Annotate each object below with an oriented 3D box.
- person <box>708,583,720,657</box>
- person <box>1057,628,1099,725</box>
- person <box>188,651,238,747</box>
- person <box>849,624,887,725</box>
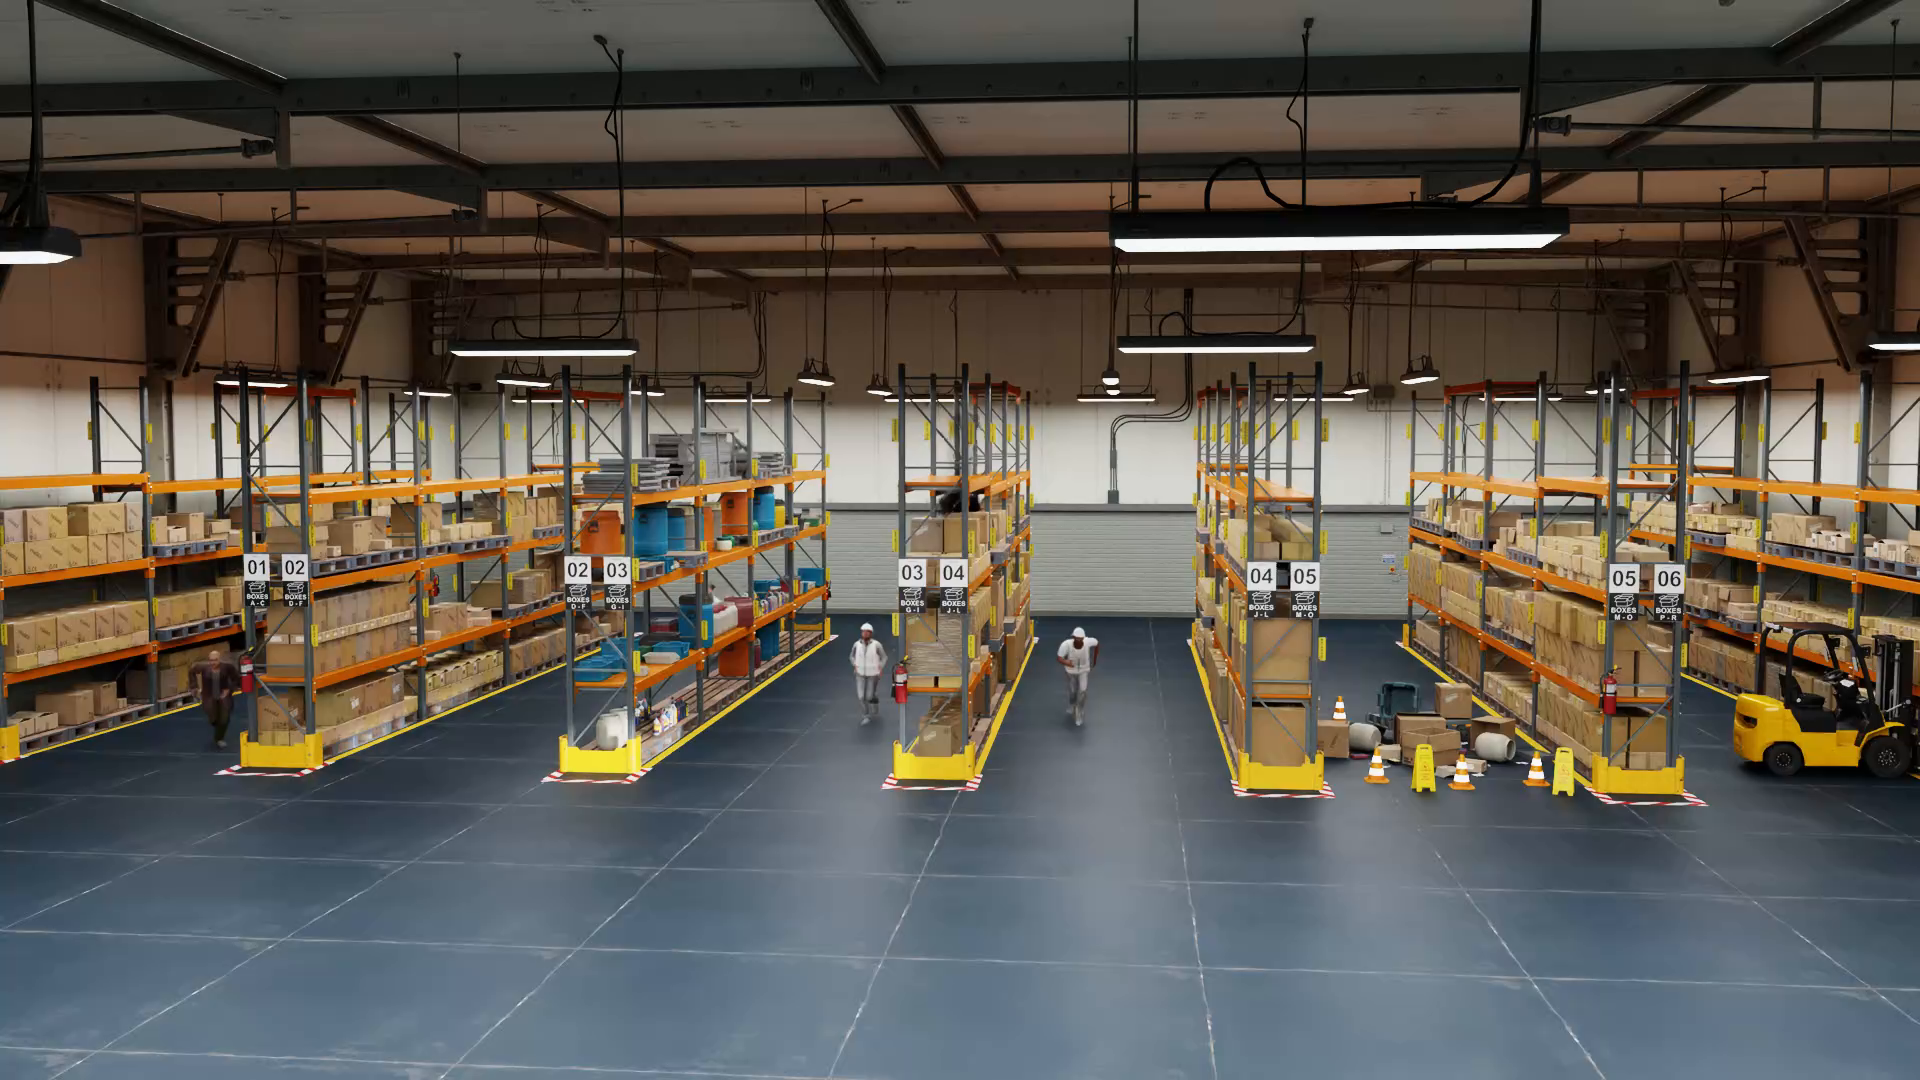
[{"bbox_3d":[-5.518,1.816,36.527,0.583,1.754,0.743,1,4,13],"label":"person"},{"bbox_3d":[2.030,2.338,28.938,0.731,1.717,1.043,0,4,-3],"label":"person"},{"bbox_3d":[-11.868,2.521,26.451,0.734,1.591,0.888,-2,4,-22],"label":"person"},{"bbox_3d":[-1.601,2.306,28.716,0.661,1.731,0.585,1,4,9],"label":"person"}]
